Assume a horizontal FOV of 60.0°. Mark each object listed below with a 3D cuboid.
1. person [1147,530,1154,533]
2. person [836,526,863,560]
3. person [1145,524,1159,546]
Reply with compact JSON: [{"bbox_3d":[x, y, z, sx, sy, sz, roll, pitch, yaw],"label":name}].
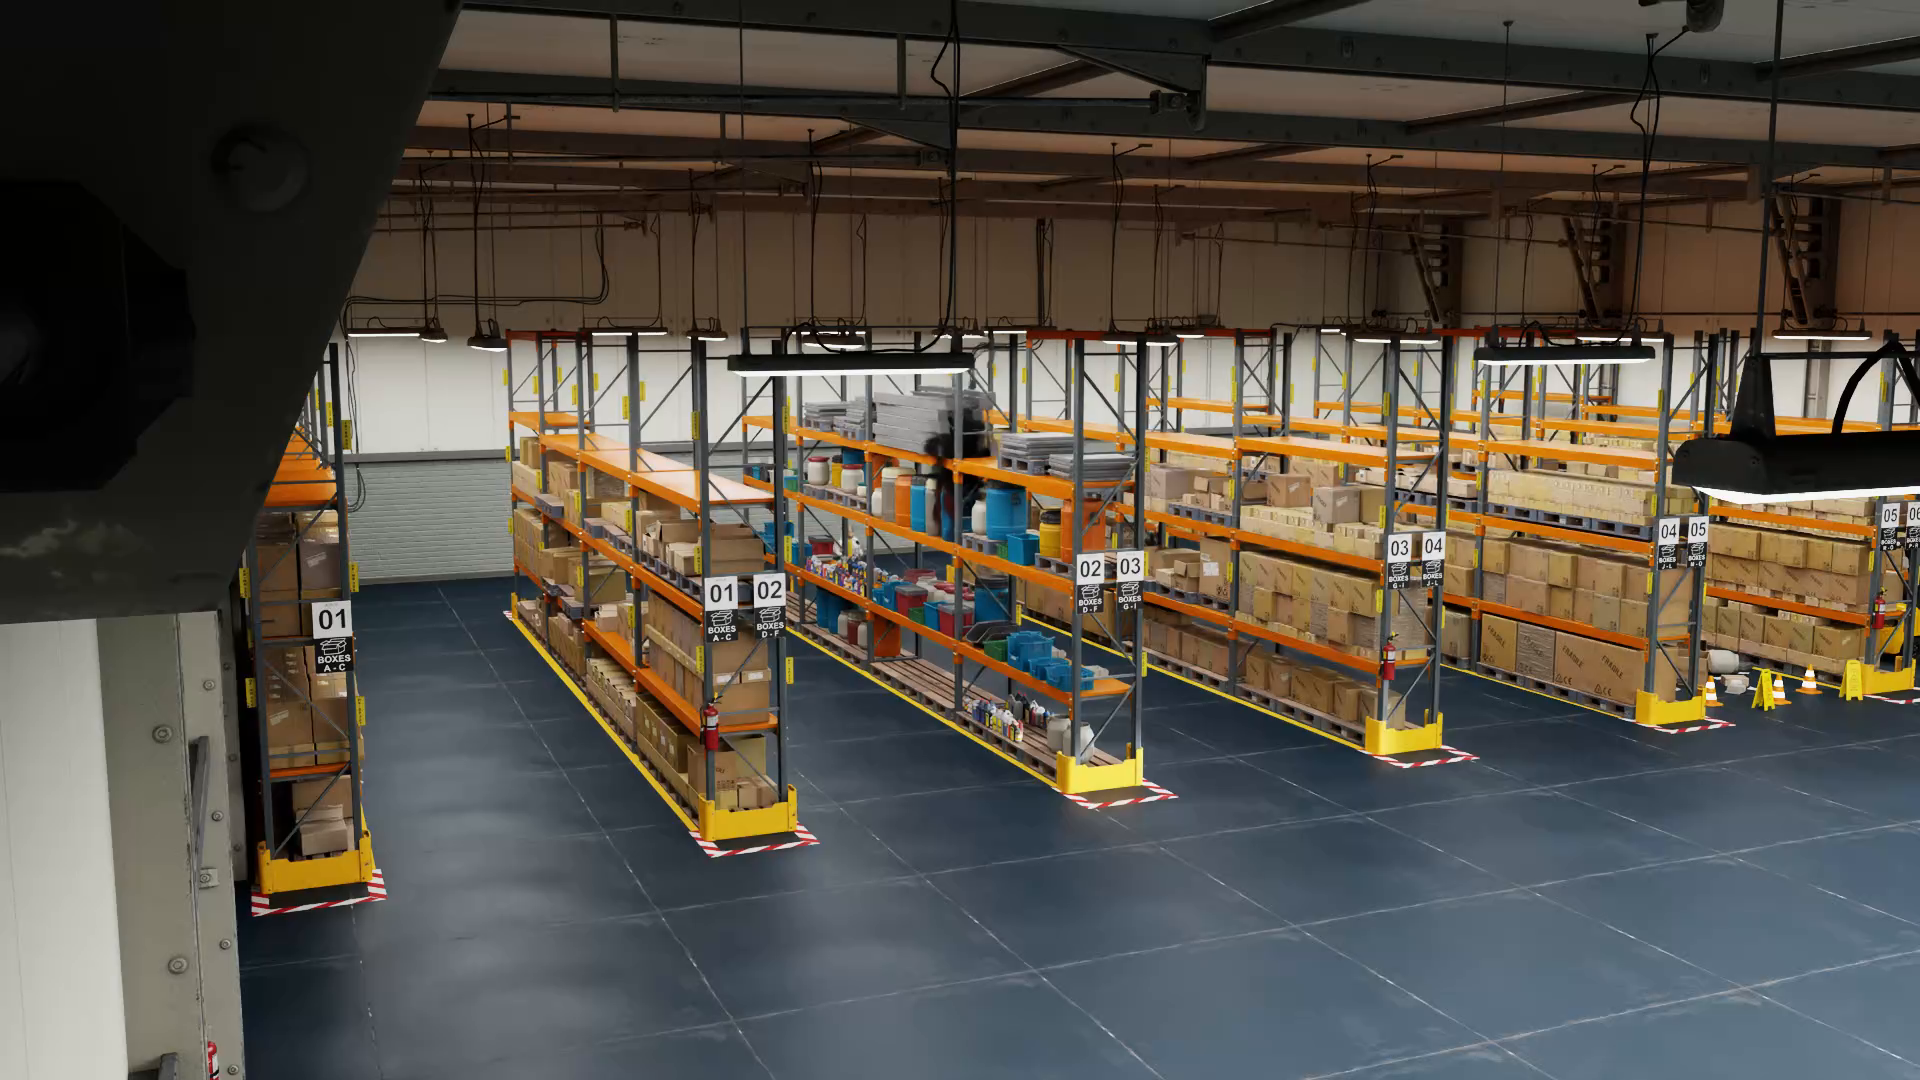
[{"bbox_3d":[4.855,-0.211,41.659,0.854,1.773,0.692,1,8,4],"label":"person"},{"bbox_3d":[-2.453,0.497,37.006,0.865,1.652,0.640,7,11,43],"label":"person"},{"bbox_3d":[4.278,0.431,37.533,0.661,1.664,0.877,-5,9,-31],"label":"person"}]
